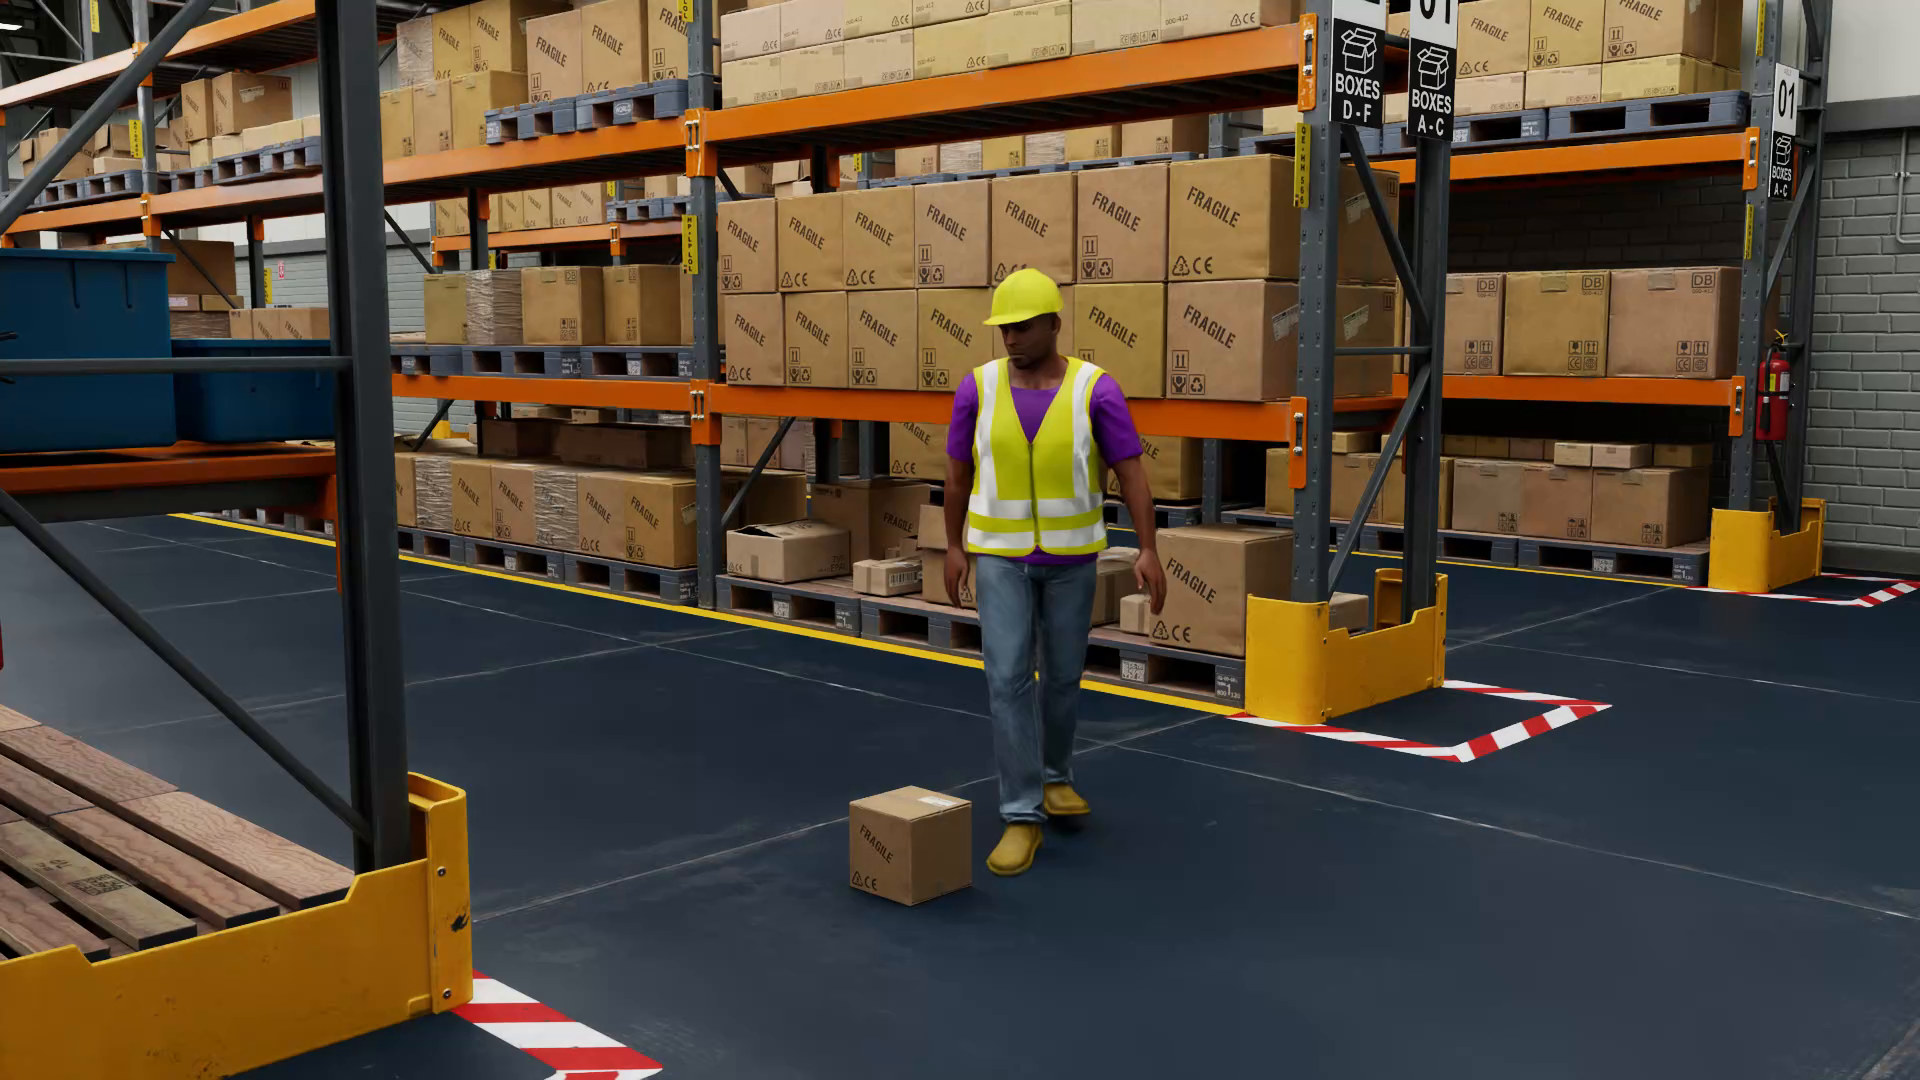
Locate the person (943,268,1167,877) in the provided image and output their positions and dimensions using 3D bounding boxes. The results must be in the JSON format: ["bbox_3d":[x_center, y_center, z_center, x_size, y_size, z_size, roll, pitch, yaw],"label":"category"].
[{"bbox_3d":[-5.999,-0.468,9.443,13.240,1.775,9.469,0,7,0],"label":"person"}]
